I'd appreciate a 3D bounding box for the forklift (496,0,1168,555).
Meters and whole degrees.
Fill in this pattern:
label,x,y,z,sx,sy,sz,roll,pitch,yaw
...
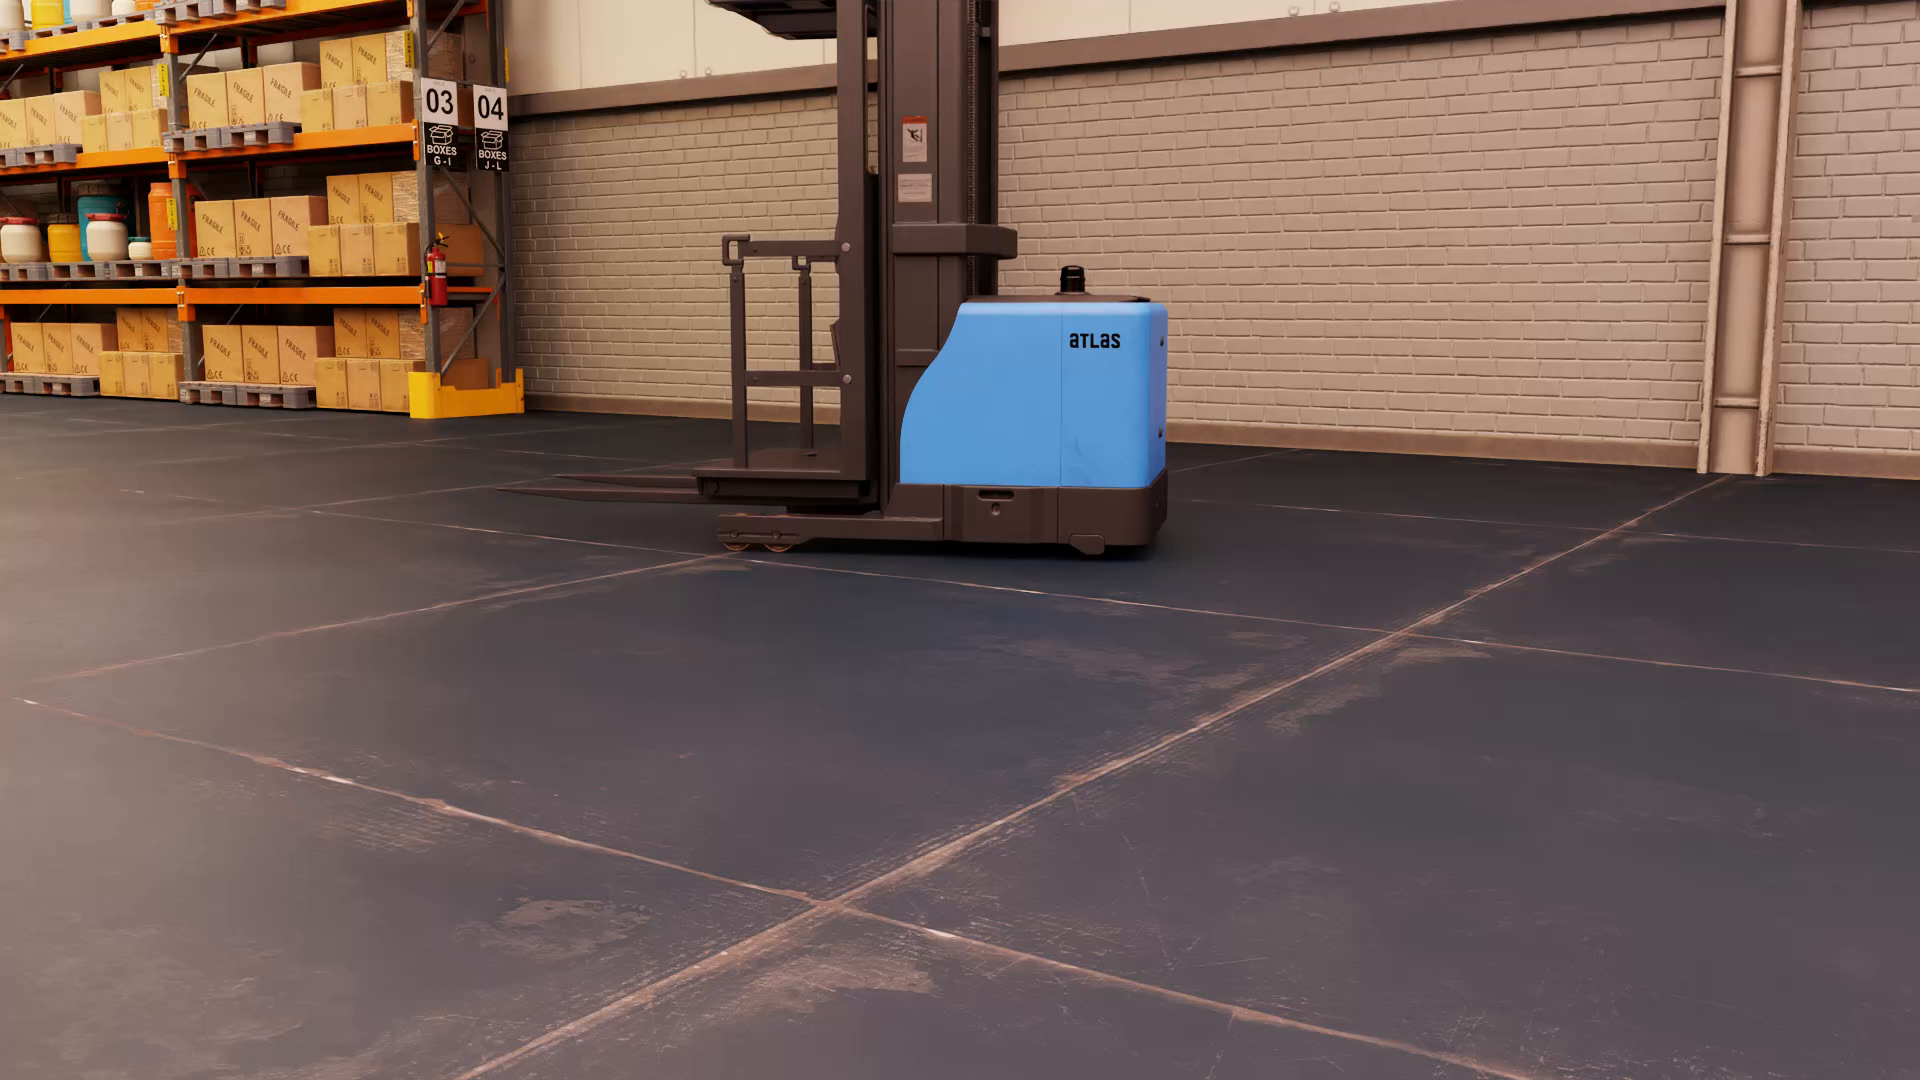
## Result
label,x,y,z,sx,sy,sz,roll,pitch,yaw
forklift,-0.596,-1.469,7.520,3.031,2.935,1.130,2,8,12
